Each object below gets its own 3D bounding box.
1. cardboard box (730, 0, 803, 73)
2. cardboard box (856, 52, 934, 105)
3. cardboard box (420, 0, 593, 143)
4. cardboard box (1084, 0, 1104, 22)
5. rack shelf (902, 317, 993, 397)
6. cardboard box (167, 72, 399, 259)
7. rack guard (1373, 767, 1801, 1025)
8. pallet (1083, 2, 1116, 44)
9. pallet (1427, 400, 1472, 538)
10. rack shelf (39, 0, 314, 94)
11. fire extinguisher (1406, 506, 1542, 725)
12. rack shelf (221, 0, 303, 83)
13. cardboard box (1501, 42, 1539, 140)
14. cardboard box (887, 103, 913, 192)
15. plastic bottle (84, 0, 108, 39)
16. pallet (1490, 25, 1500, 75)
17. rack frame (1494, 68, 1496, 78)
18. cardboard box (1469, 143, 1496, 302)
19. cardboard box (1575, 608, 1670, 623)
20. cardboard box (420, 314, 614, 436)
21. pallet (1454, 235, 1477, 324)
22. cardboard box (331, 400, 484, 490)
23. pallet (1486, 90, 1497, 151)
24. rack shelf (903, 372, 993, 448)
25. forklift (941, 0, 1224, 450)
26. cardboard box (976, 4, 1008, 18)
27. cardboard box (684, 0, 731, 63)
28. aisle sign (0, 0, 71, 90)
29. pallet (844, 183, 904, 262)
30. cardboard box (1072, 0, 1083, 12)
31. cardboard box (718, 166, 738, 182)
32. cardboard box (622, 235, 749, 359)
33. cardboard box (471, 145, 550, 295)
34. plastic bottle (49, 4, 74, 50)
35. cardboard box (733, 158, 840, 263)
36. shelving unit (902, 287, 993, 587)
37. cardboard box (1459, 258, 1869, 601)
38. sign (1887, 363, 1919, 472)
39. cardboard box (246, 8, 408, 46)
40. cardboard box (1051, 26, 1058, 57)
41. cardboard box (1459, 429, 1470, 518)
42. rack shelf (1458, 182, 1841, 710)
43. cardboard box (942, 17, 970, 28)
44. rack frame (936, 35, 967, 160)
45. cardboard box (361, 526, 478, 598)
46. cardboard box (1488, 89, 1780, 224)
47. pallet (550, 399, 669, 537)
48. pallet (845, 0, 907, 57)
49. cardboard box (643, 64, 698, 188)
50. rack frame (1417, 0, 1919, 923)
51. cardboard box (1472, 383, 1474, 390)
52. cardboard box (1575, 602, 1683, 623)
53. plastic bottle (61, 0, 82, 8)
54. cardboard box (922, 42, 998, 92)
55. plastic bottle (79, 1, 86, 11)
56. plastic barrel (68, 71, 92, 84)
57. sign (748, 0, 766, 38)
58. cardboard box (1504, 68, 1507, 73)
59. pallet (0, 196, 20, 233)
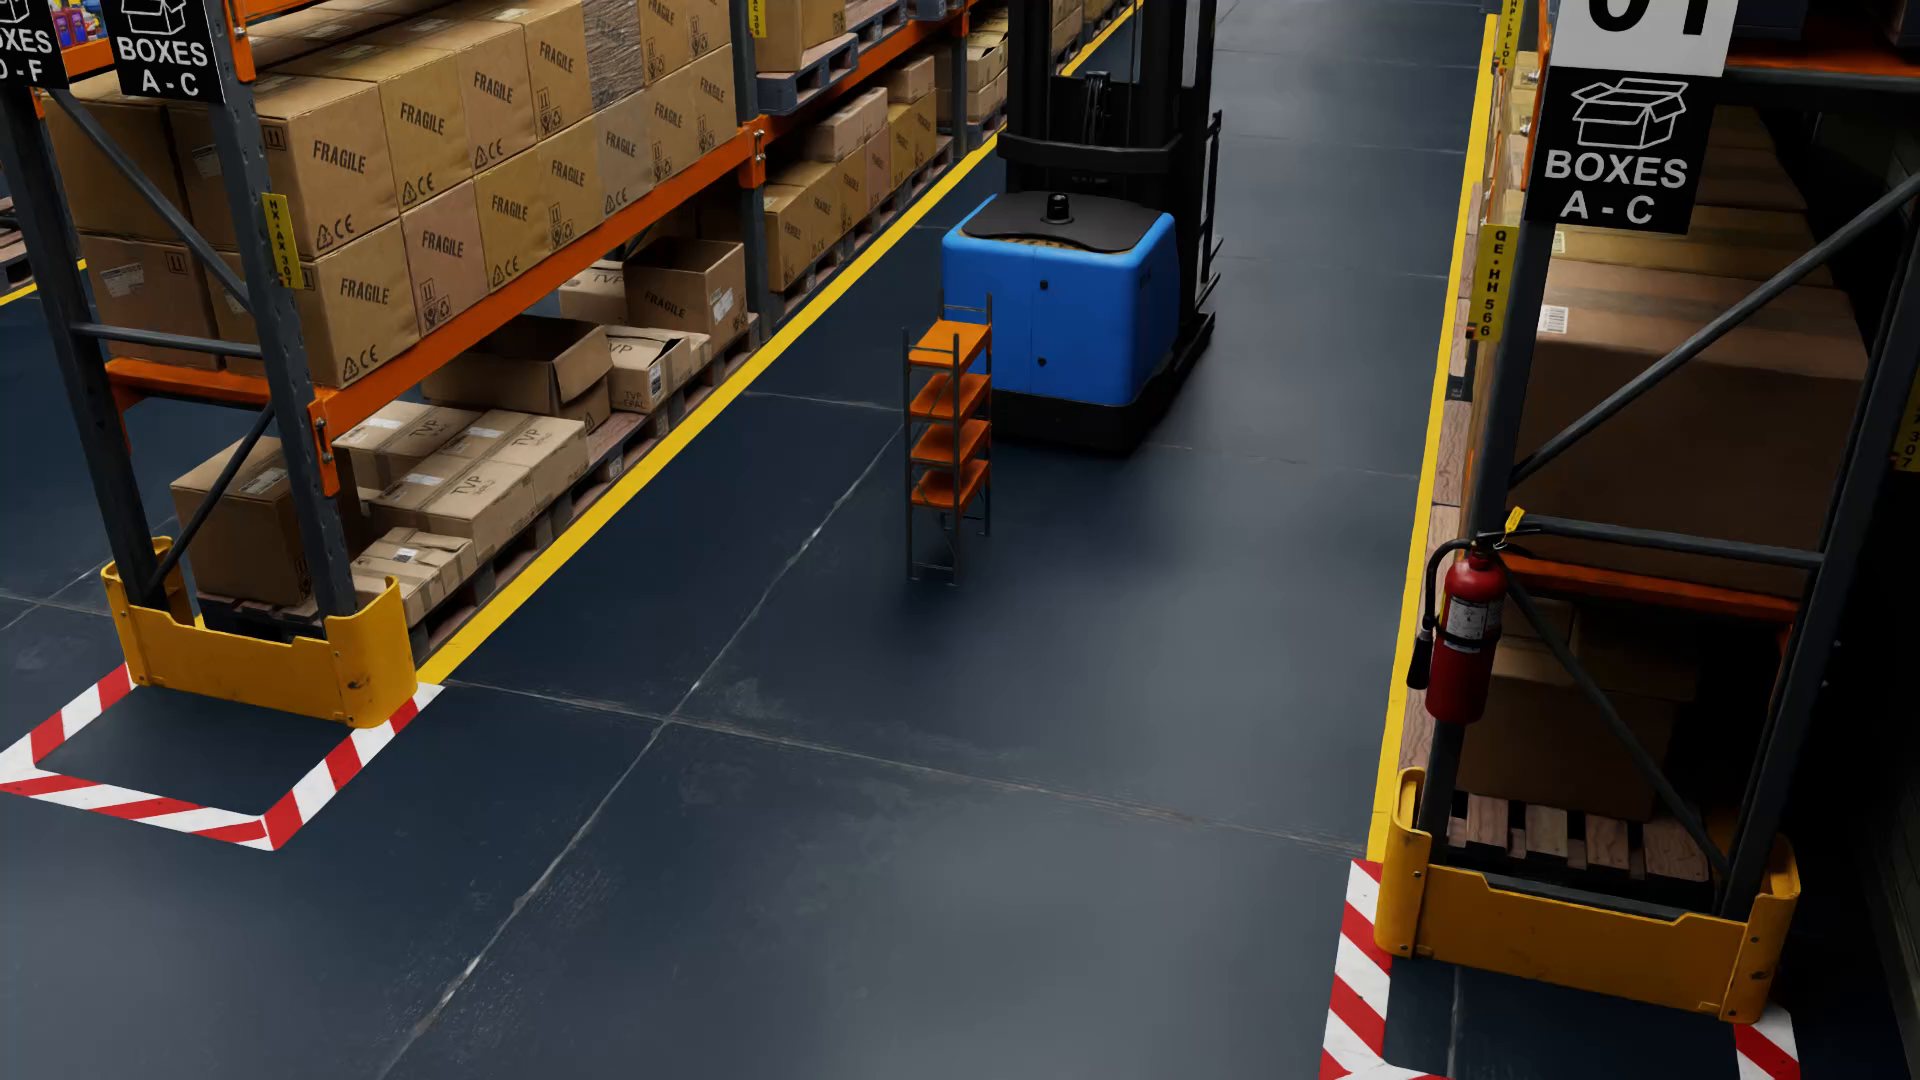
[{"bbox_3d":[-1.263,-2.973,9.475,0.700,0.500,0.500,-1,29,-2],"label":"cardboard box"},{"bbox_3d":[-0.505,-3.350,12.033,0.500,0.250,0.500,10,31,17],"label":"cardboard box"},{"bbox_3d":[-1.962,-2.060,7.237,0.500,0.500,0.500,8,30,14],"label":"cardboard box"},{"bbox_3d":[1.158,-5.430,16.822,0.500,0.250,0.500,8,30,15],"label":"cardboard box"},{"bbox_3d":[-0.049,-0.791,7.129,0.258,0.148,0.480,8,30,15],"label":"rack shelf"},{"bbox_3d":[-2.408,-1.348,5.957,0.500,0.500,0.500,9,30,16],"label":"cardboard box"},{"bbox_3d":[1.939,1.110,5.241,1.175,0.500,0.348,8,30,15],"label":"rack guard"},{"bbox_3d":[1.006,-5.421,17.277,1.003,0.211,1.213,8,30,15],"label":"pallet"},{"bbox_3d":[2.822,-0.292,8.058,1.003,0.211,1.213,8,30,15],"label":"pallet"},{"bbox_3d":[-5.763,-3.882,12.382,1.077,0.370,4.000,8,30,15],"label":"rack shelf"},{"bbox_3d":[1.461,0.207,4.755,0.296,0.674,0.183,8,30,15],"label":"fire extinguisher"},{"bbox_3d":[-2.203,-2.625,7.038,1.077,0.370,4.000,8,30,15],"label":"rack shelf"},{"bbox_3d":[3.015,-2.286,8.344,0.500,0.500,0.500,8,30,14],"label":"cardboard box"},{"bbox_3d":[-0.644,-2.808,11.831,0.500,0.500,0.500,7,30,13],"label":"cardboard box"},{"bbox_3d":[-5.751,-3.483,11.058,0.097,0.271,0.097,0,29,0],"label":"plastic bottle"},{"bbox_3d":[5.632,-4.669,15.926,1.003,0.211,1.213,8,30,15],"label":"pallet"},{"bbox_3d":[5.469,-5.571,14.678,1.000,3.000,0.127,8,30,15],"label":"rack frame"},{"bbox_3d":[3.445,-1.831,9.735,0.750,0.750,0.750,9,30,16],"label":"cardboard box"},{"bbox_3d":[2.203,0.343,6.188,0.700,0.500,0.500,8,30,15],"label":"cardboard box"},{"bbox_3d":[-2.163,-0.785,8.192,0.797,0.503,0.637,8,30,15],"label":"cardboard box"},{"bbox_3d":[3.631,-1.572,10.359,1.003,0.211,1.213,8,30,15],"label":"pallet"},{"bbox_3d":[-2.559,-0.415,7.786,0.500,0.250,0.500,8,30,15],"label":"cardboard box"},{"bbox_3d":[4.885,-3.421,13.683,1.003,0.211,1.213,8,30,15],"label":"pallet"},{"bbox_3d":[-0.049,-0.584,7.244,0.258,0.148,0.480,8,30,15],"label":"rack shelf"},{"bbox_3d":[0.876,-2.439,9.119,1.130,2.935,3.031,10,31,18],"label":"forklift"},{"bbox_3d":[0.441,-4.566,14.692,0.500,0.311,0.500,8,30,14],"label":"cardboard box"},{"bbox_3d":[-1.517,-2.767,8.506,0.500,0.500,0.500,9,30,15],"label":"cardboard box"},{"bbox_3d":[-3.103,-1.847,5.311,0.394,0.787,0.004,8,30,15],"label":"aisle sign"},{"bbox_3d":[-1.057,-2.292,11.652,1.003,0.211,1.213,8,30,15],"label":"pallet"},{"bbox_3d":[0.887,-5.274,15.964,0.500,0.311,0.500,8,30,15],"label":"cardboard box"},{"bbox_3d":[-1.592,-2.157,10.660,0.500,0.500,0.500,9,30,15],"label":"cardboard box"},{"bbox_3d":[-1.512,-1.353,9.215,0.500,0.500,0.500,8,30,15],"label":"cardboard box"},{"bbox_3d":[-2.111,-1.385,7.051,0.500,0.500,0.500,8,30,15],"label":"cardboard box"},{"bbox_3d":[-5.835,-3.325,10.762,0.061,0.283,0.133,8,30,15],"label":"plastic bottle"},{"bbox_3d":[-1.095,-2.097,10.553,0.500,0.500,0.500,9,30,16],"label":"cardboard box"},{"bbox_3d":[-0.049,-0.447,7.320,0.258,1.200,0.503,8,30,15],"label":"shelving unit"},{"bbox_3d":[2.087,-0.363,5.009,0.980,0.700,0.700,10,31,17],"label":"cardboard box"},{"bbox_3d":[2.475,-0.325,4.276,0.100,0.325,0.005,8,30,15],"label":"sign"},{"bbox_3d":[-2.627,-1.902,6.953,0.500,0.500,0.500,9,30,16],"label":"cardboard box"},{"bbox_3d":[0.588,-4.551,15.242,0.500,0.250,0.500,9,30,16],"label":"cardboard box"},{"bbox_3d":[2.652,-0.378,7.483,0.700,0.500,0.500,8,30,14],"label":"cardboard box"},{"bbox_3d":[2.533,-0.609,6.499,1.077,0.370,4.000,8,30,15],"label":"rack shelf"},{"bbox_3d":[-0.227,-4.399,14.392,0.500,0.311,0.500,8,30,15],"label":"cardboard box"},{"bbox_3d":[-0.442,-4.417,12.604,1.000,3.000,0.127,8,30,15],"label":"rack frame"},{"bbox_3d":[-2.265,0.085,6.973,0.380,0.166,0.250,8,30,15],"label":"cardboard box"},{"bbox_3d":[2.726,-1.396,6.865,0.980,0.700,0.700,8,30,14],"label":"cardboard box"},{"bbox_3d":[-2.175,-0.451,8.345,1.003,0.211,1.213,8,30,15],"label":"pallet"},{"bbox_3d":[-1.008,-3.429,11.025,1.003,0.211,1.213,8,30,15],"label":"pallet"},{"bbox_3d":[-1.668,-2.093,8.324,0.500,0.500,0.500,9,30,16],"label":"cardboard box"},{"bbox_3d":[1.946,0.006,4.654,1.000,3.000,0.127,8,30,15],"label":"rack frame"},{"bbox_3d":[2.528,-0.761,7.505,0.380,0.149,0.250,10,30,17],"label":"cardboard box"},{"bbox_3d":[2.359,0.143,5.880,0.380,0.149,0.250,9,30,15],"label":"cardboard box"},{"bbox_3d":[-6.201,-3.784,11.518,0.144,0.351,0.185,8,30,15],"label":"plastic bottle"},{"bbox_3d":[-0.008,-3.845,13.396,0.500,0.311,0.500,10,30,17],"label":"cardboard box"},{"bbox_3d":[-5.867,-3.520,11.196,0.097,0.201,0.097,0,29,0],"label":"plastic bottle"},{"bbox_3d":[-6.174,-2.783,11.394,0.600,0.901,0.708,8,30,15],"label":"plastic barrel"},{"bbox_3d":[-1.095,-2.862,8.919,0.100,0.325,0.005,8,30,15],"label":"sign"},{"bbox_3d":[3.453,-2.989,9.609,0.500,0.500,0.500,9,30,16],"label":"cardboard box"},{"bbox_3d":[-6.084,-2.401,11.848,1.003,0.211,1.213,8,30,15],"label":"pallet"}]
